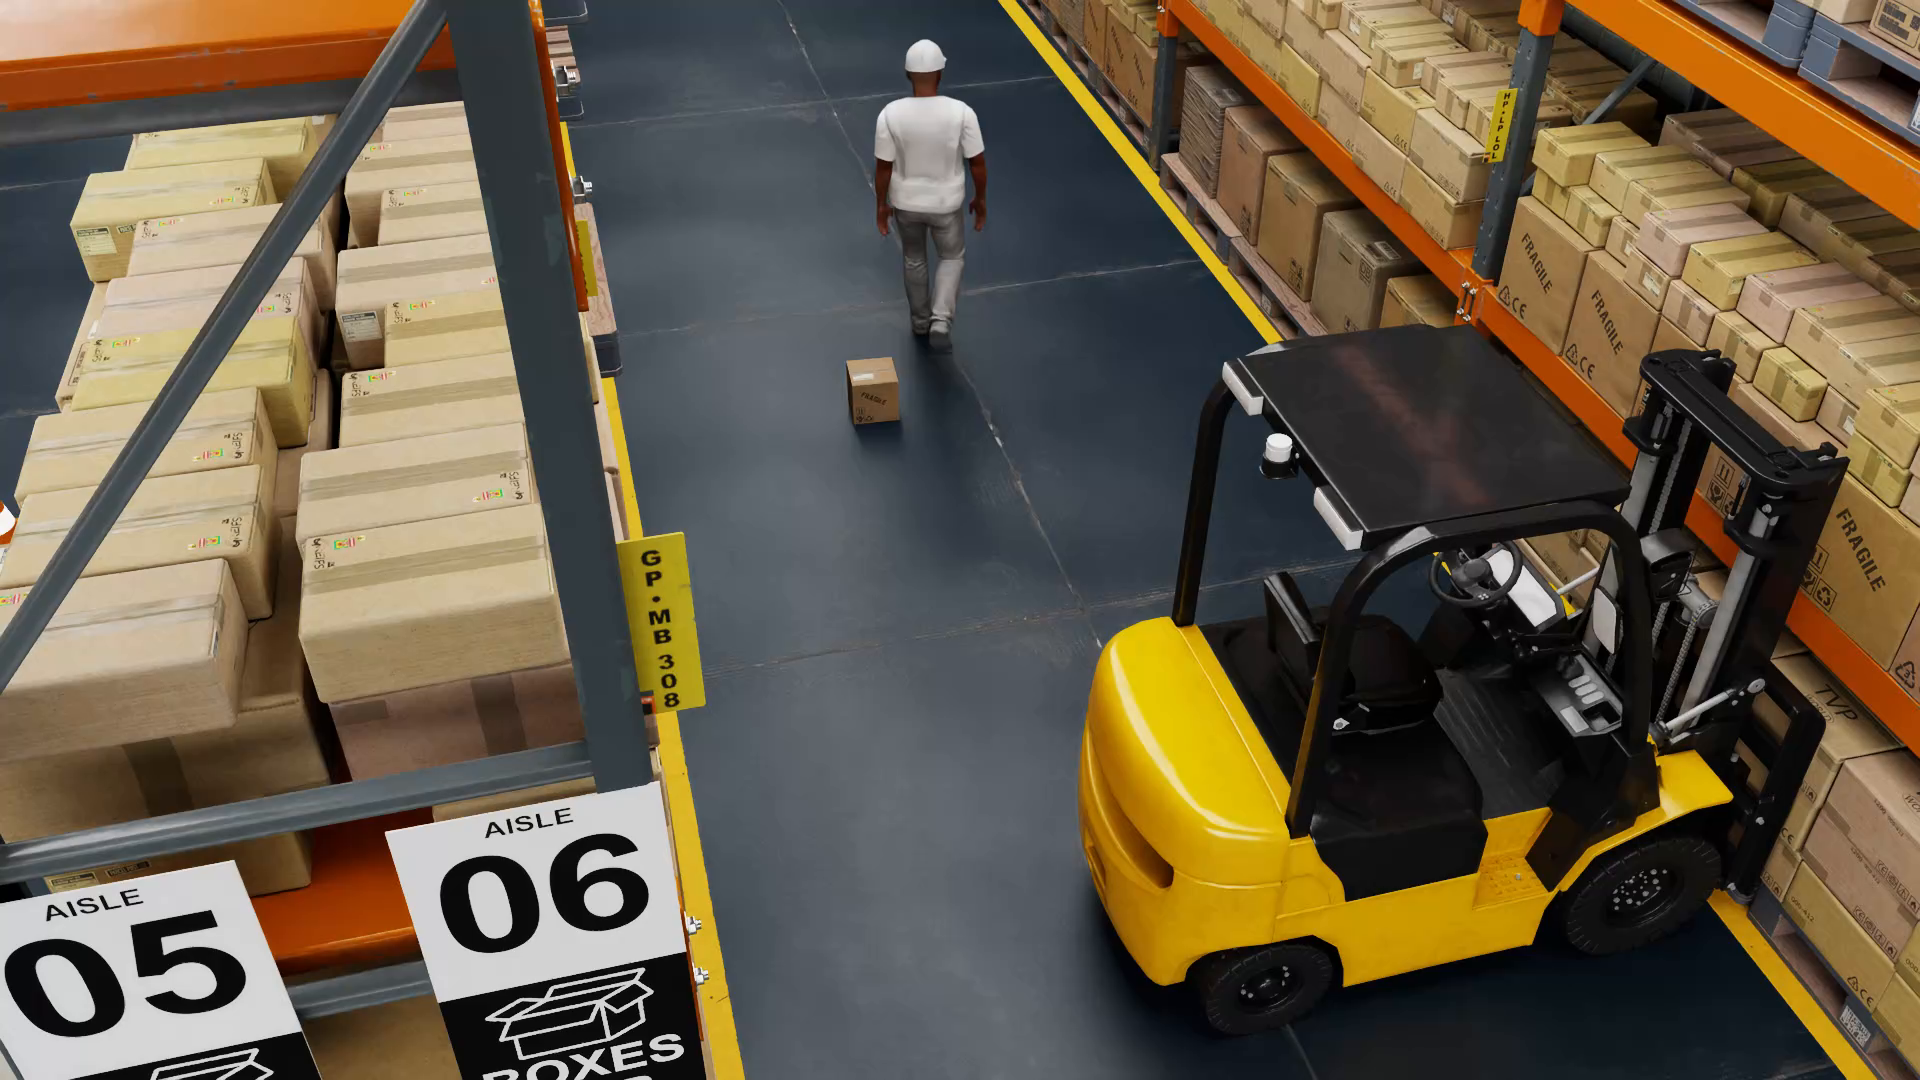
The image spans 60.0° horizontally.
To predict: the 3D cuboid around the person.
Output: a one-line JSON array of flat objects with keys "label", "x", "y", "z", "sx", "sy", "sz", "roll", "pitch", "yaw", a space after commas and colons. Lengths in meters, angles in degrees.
[{"label": "person", "x": -0.154, "y": -2.122, "z": 8.855, "sx": 0.601, "sy": 1.088, "sz": 0.361, "roll": 2, "pitch": 38, "yaw": 2}]
